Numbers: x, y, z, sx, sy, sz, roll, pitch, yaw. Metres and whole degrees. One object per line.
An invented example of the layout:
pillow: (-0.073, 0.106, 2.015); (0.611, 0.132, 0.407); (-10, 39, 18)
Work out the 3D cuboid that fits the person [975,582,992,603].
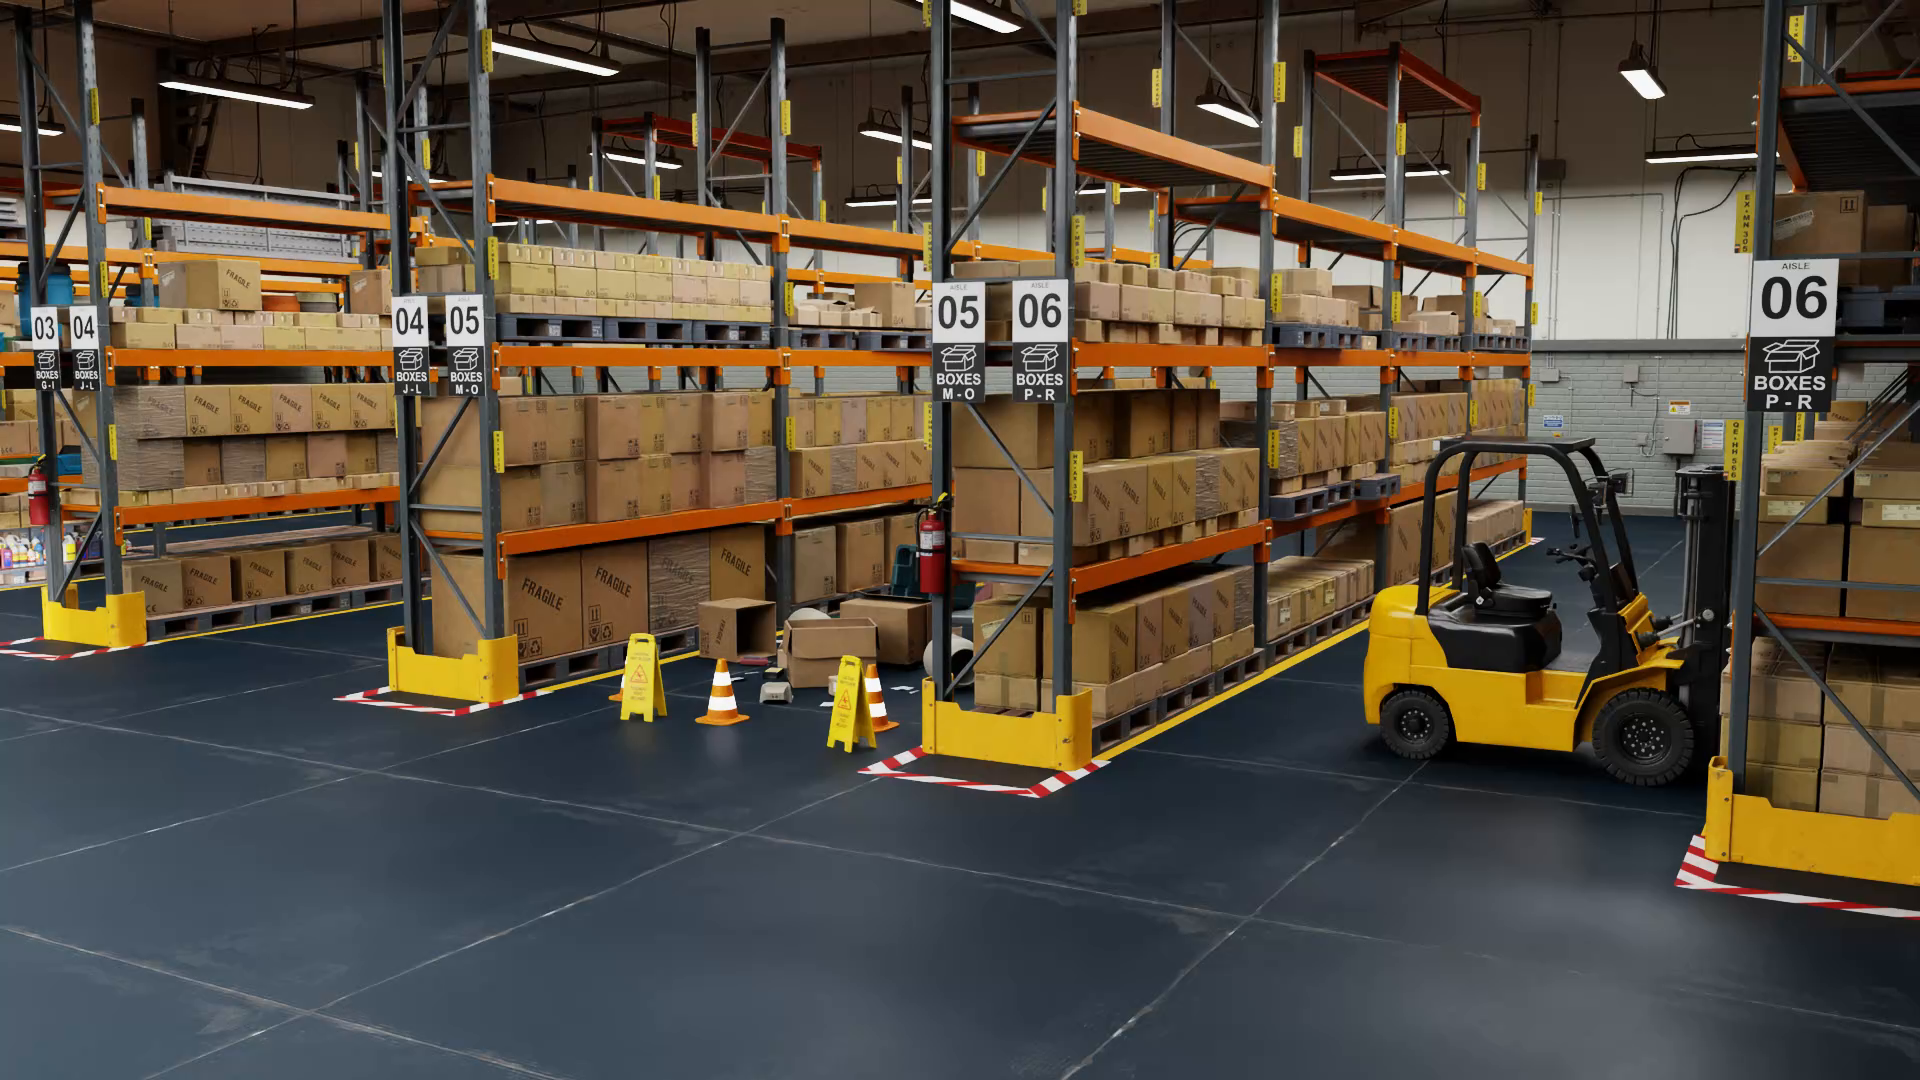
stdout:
person: (0.591, -0.028, 17.687); (0.850, 1.637, 0.573); (3, 7, 24)
